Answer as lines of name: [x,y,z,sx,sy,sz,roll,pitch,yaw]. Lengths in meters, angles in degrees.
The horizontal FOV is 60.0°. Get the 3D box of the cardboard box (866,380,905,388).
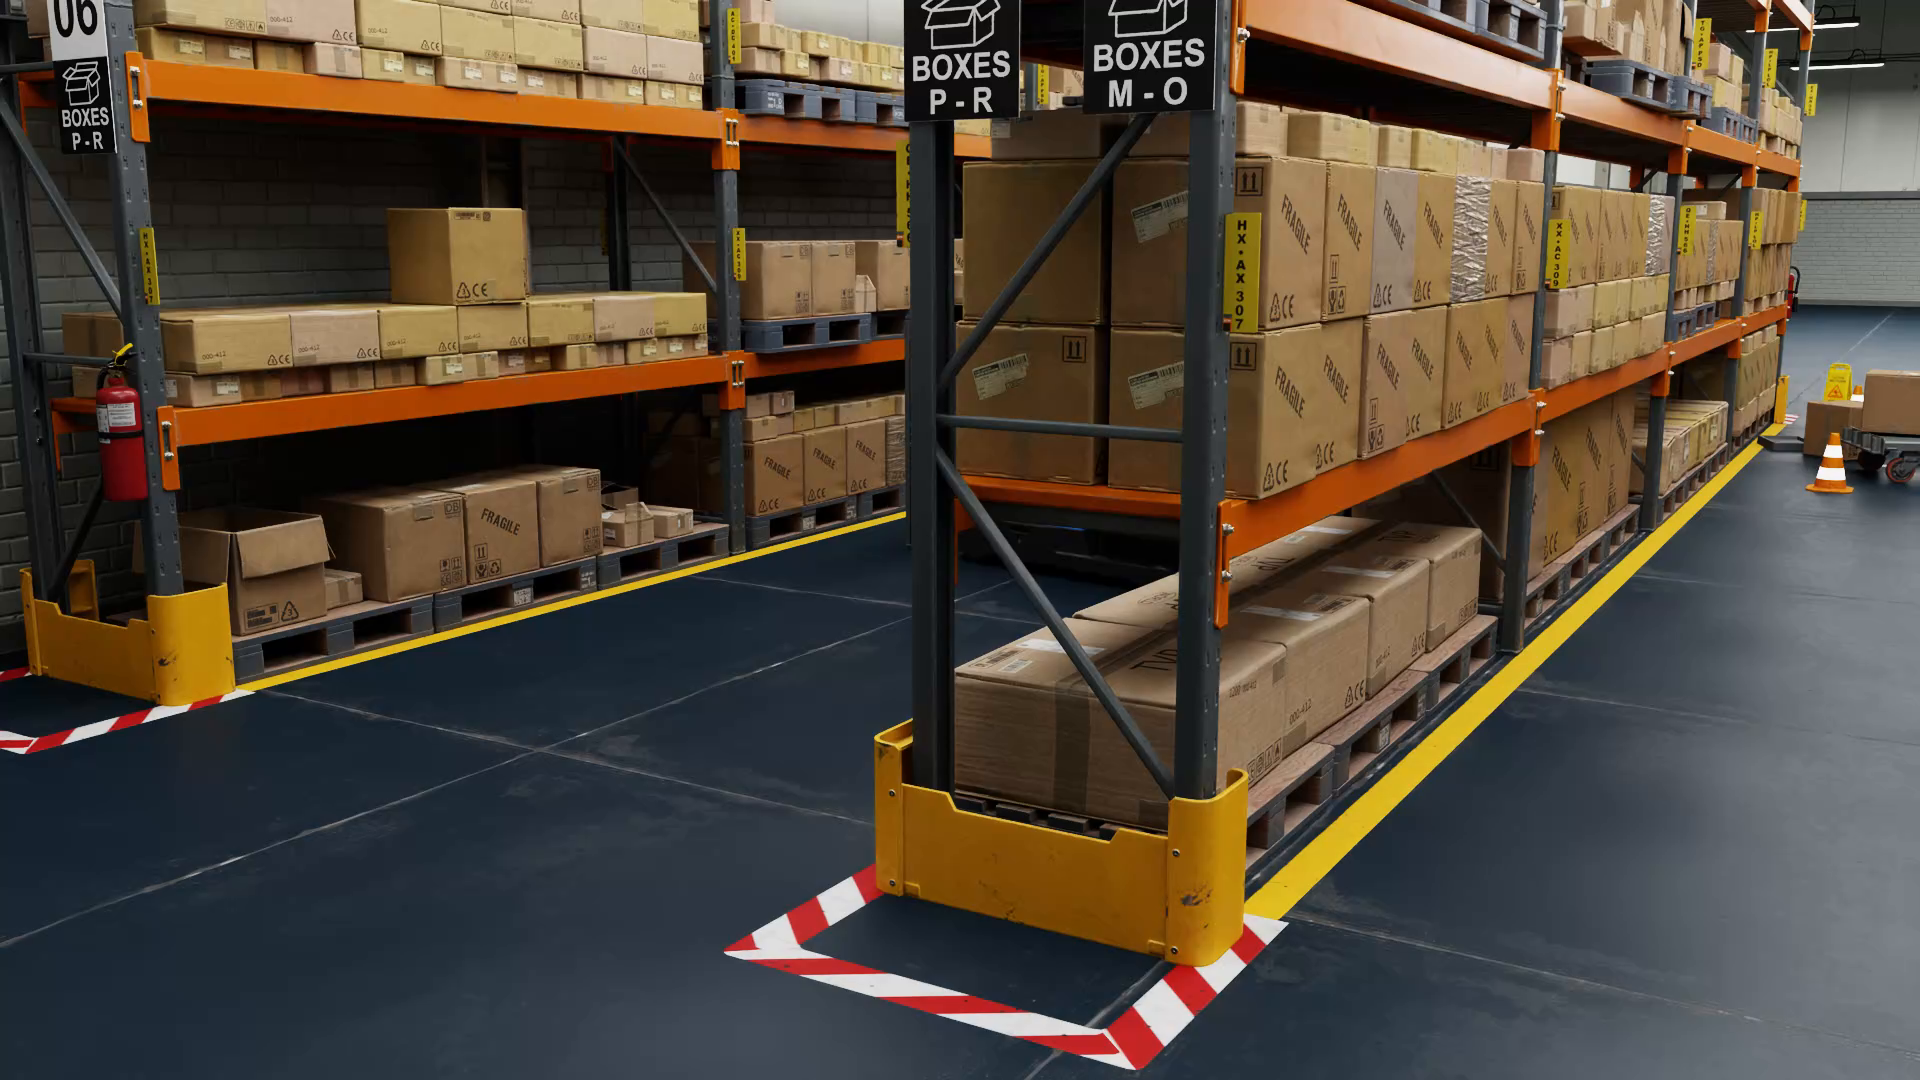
cardboard box: [-0.545,-1.215,13.597,0.380,0.149,0.250,7,12,31]

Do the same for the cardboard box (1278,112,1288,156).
cardboard box: [0.801,-1.262,5.206,0.380,0.149,0.250,7,13,32]

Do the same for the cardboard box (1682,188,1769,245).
cardboard box: [6.948,-2.948,15.165,0.700,0.500,0.500,6,12,30]

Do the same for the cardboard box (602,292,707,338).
cardboard box: [-1.919,-1.397,10.278,0.500,0.250,0.500,7,13,32]

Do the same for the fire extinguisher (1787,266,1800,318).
fire extinguisher: [9.065,-2.777,18.263,0.296,0.674,0.183,6,12,31]

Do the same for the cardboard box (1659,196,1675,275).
cardboard box: [4.413,-2.017,11.005,0.500,0.500,0.500,6,12,29]

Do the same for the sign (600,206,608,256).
sign: [-2.339,-2.049,11.017,0.100,0.325,0.005,6,12,31]

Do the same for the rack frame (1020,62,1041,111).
rack frame: [0.214,-5.006,13.652,1.000,3.000,0.127,6,12,31]

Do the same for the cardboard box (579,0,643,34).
cardboard box: [-2.175,-3.037,9.530,0.500,0.250,0.500,6,12,30]

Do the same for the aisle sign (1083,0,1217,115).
aisle sign: [0.515,-1.564,4.506,0.394,0.787,0.004,6,12,31]

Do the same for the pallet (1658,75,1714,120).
pallet: [4.169,-2.858,10.847,1.213,0.211,1.003,7,13,33]

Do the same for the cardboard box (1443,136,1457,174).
cardboard box: [1.775,-1.540,6.690,0.380,0.149,0.250,6,12,29]

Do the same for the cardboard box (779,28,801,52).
cardboard box: [-1.256,-3.234,10.803,0.380,0.149,0.250,7,12,32]

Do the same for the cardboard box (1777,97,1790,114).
cardboard box: [7.921,-4.258,16.328,0.380,0.149,0.250,7,13,32]

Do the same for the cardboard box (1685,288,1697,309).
cardboard box: [5.303,-1.821,12.484,0.380,0.149,0.250,6,12,31]

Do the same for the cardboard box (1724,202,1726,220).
cardboard box: [6.141,-2.729,13.811,0.380,0.149,0.250,6,12,29]

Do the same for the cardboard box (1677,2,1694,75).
cardboard box: [4.391,-3.241,10.956,0.797,0.503,0.637,6,12,27]

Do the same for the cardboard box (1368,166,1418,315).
cardboard box: [1.320,-1.078,5.984,0.500,0.500,0.500,6,12,30]

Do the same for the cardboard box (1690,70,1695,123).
cardboard box: [4.958,-3.255,12.180,0.700,0.500,0.500,6,12,31]

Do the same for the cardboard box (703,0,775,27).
cardboard box: [-1.408,-3.398,10.552,0.396,0.266,0.258,6,12,30]

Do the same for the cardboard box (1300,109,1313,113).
cardboard box: [3.728,-4.850,19.286,0.700,0.500,0.500,6,12,31]

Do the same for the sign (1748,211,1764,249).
sign: [7.011,-2.729,14.647,0.100,0.325,0.005,6,12,31]

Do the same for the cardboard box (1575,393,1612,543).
cardboard box: [3.562,-0.505,10.546,0.875,0.875,0.875,7,12,31]

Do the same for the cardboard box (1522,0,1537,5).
cardboard box: [2.323,-2.487,7.302,0.396,0.266,0.258,7,13,32]

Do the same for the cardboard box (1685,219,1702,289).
cardboard box: [5.154,-2.116,12.300,0.500,0.500,0.500,7,13,34]

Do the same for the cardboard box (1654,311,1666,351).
cardboard box: [4.417,-1.405,11.130,0.500,0.250,0.500,6,12,29]

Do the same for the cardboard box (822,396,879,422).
cardboard box: [-0.825,-0.967,12.270,0.380,0.149,0.250,7,13,33]

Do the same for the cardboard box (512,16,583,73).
cardboard box: [-2.436,-2.713,9.154,0.500,0.250,0.500,7,13,32]

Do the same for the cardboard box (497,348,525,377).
cardboard box: [-2.629,-0.989,9.183,0.380,0.149,0.250,6,12,31]

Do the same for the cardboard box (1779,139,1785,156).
cardboard box: [7.906,-3.864,16.386,0.380,0.149,0.250,6,12,30]

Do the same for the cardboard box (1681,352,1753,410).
cardboard box: [7.072,-1.503,15.537,0.500,0.500,0.500,7,13,33]

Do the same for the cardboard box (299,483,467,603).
cardboard box: [-3.064,0.006,8.838,0.700,0.500,0.500,7,13,33]

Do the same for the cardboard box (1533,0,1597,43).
cardboard box: [2.940,-2.614,8.253,0.396,0.266,0.258,6,12,30]

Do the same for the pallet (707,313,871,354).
pallet: [-1.355,-1.449,11.477,1.003,0.211,1.213,6,12,31]

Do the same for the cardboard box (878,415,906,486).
cardboard box: [-0.614,-0.704,12.628,0.500,0.500,0.500,6,12,29]

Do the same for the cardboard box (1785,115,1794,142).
cardboard box: [8.048,-4.121,16.677,0.500,0.250,0.500,7,13,32]

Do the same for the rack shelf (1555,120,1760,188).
rack shelf: [5.496,-3.019,13.144,1.077,0.370,4.000,6,12,31]

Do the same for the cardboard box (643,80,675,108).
cardboard box: [-1.927,-2.656,9.934,0.380,0.149,0.250,6,12,31]

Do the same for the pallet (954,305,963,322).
pallet: [-0.078,-1.849,13.616,1.213,0.211,1.003,6,12,31]

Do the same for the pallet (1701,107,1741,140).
pallet: [5.587,-3.344,13.438,1.213,0.211,1.003,6,12,31]

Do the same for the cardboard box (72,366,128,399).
cardboard box: [-3.997,-0.753,7.922,0.380,0.149,0.250,6,12,30]

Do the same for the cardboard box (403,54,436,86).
cardboard box: [-2.891,-2.376,8.440,0.380,0.149,0.250,6,12,30]

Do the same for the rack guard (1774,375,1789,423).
rack guard: [8.572,-1.601,18.561,1.175,0.500,0.348,6,12,31]

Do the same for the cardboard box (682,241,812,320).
cardboard box: [-1.421,-1.738,11.088,0.700,0.500,0.500,7,13,32]

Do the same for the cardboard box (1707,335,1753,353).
cardboard box: [7.188,-1.836,15.552,0.380,0.149,0.250,7,12,32]

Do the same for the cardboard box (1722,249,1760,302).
cardboard box: [7.001,-2.450,15.225,0.500,0.500,0.500,6,12,31]

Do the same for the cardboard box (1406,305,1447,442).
cardboard box: [1.563,-0.663,6.487,0.500,0.500,0.500,7,13,33]

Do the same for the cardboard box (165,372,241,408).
cardboard box: [-3.535,-0.701,7.642,0.380,0.149,0.250,6,12,30]

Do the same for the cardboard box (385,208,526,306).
cardboard box: [-2.696,-1.521,8.905,0.500,0.500,0.500,7,13,32]

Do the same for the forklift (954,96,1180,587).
forklift: [1.402,-1.210,9.866,3.031,2.935,1.130,9,14,39]

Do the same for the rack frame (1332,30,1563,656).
rack frame: [2.381,-0.954,8.314,1.000,3.000,0.127,6,12,31]

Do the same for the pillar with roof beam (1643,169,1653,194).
pillar with roof beam: [22.490,-10.547,43.253,9.100,9.000,0.548,6,12,31]

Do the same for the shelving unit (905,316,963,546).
shelving unit: [0.003,-0.738,11.236,0.431,1.500,0.755,6,12,31]

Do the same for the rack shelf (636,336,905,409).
rack shelf: [-0.825,-1.389,12.590,1.077,0.370,4.000,6,12,31]

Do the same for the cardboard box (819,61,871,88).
cardboard box: [-0.840,-3.204,11.450,0.380,0.149,0.250,6,12,30]

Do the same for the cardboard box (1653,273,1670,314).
cardboard box: [4.423,-1.655,11.105,0.500,0.250,0.500,6,12,30]
